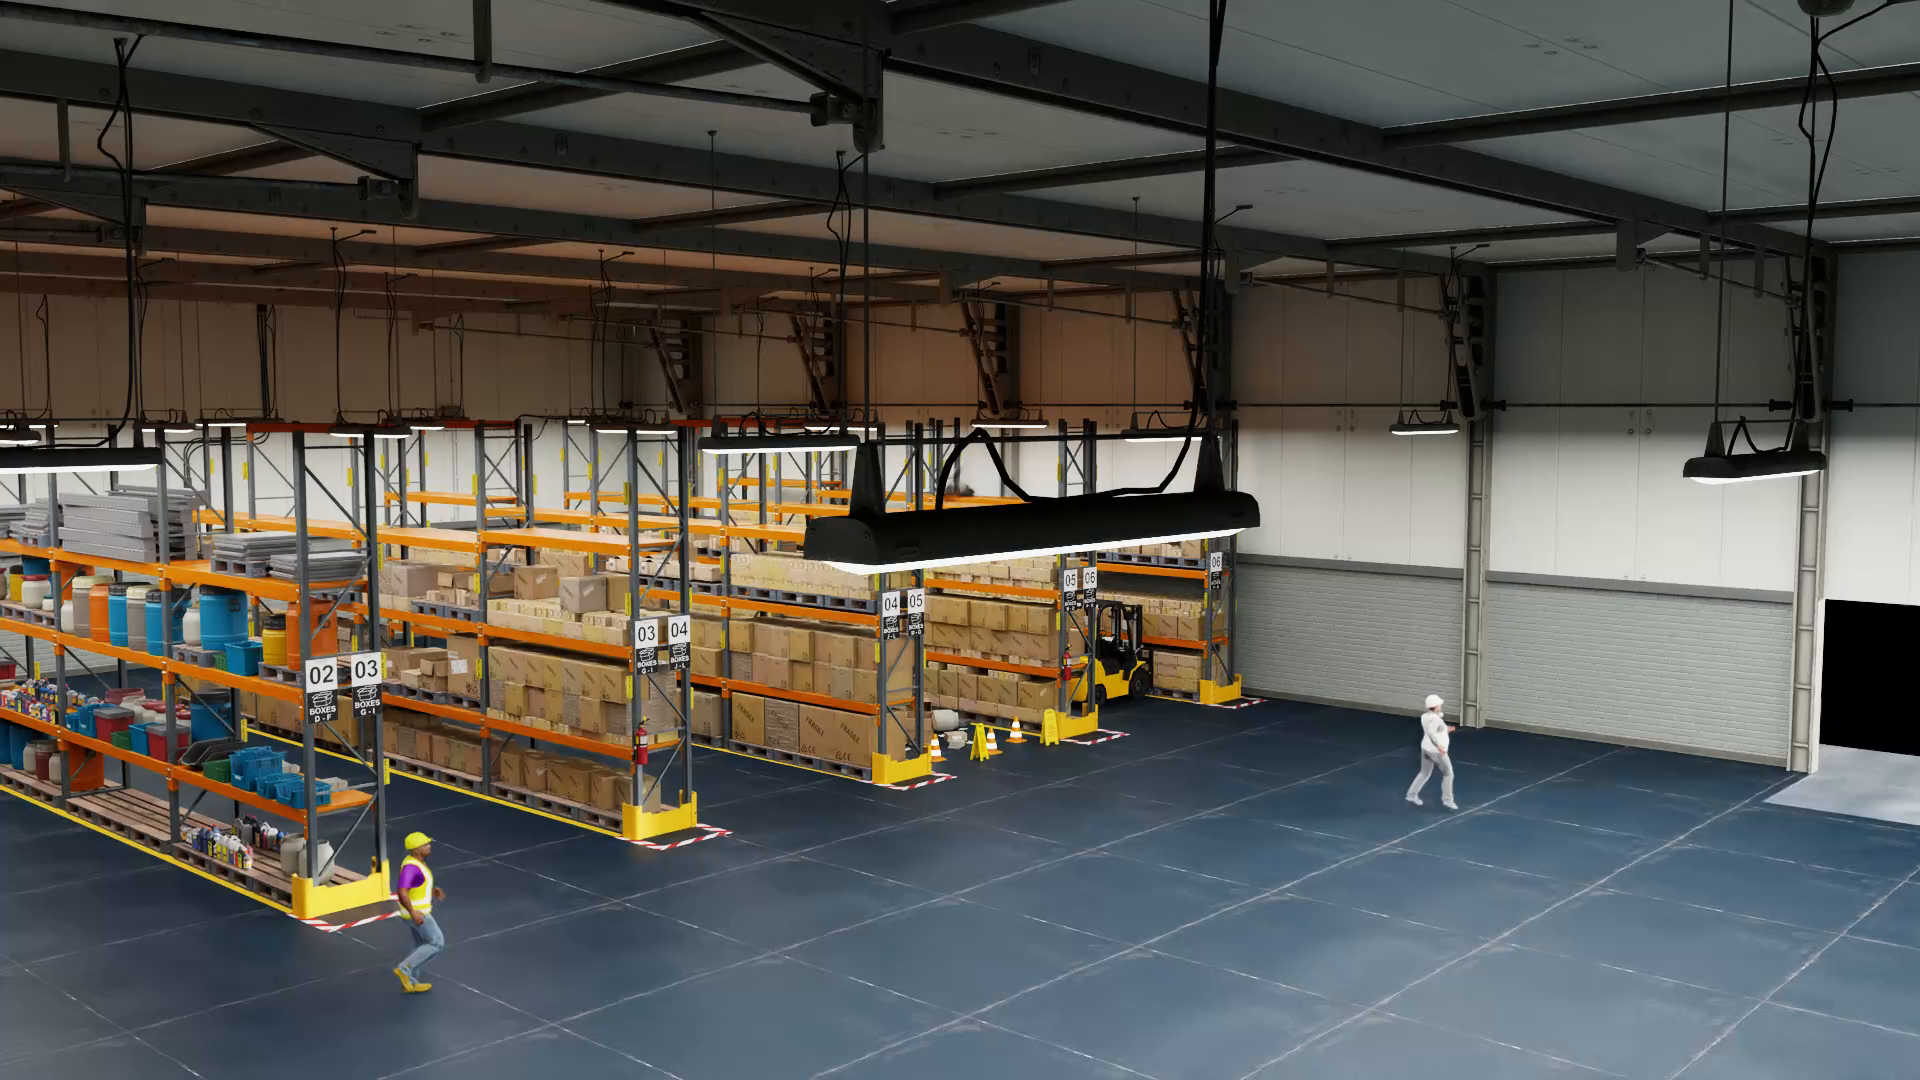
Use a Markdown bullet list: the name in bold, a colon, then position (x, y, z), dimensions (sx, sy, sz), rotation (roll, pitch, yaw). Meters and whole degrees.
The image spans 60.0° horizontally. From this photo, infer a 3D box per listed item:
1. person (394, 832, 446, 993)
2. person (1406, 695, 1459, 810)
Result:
- **person**: position (-5.823, 4.001, 17.918), dimensions (0.573, 1.728, 0.710), rotation (-2, 5, -22)
- **person**: position (7.380, 3.319, 25.915), dimensions (0.825, 1.822, 0.633), rotation (-1, 5, -16)
